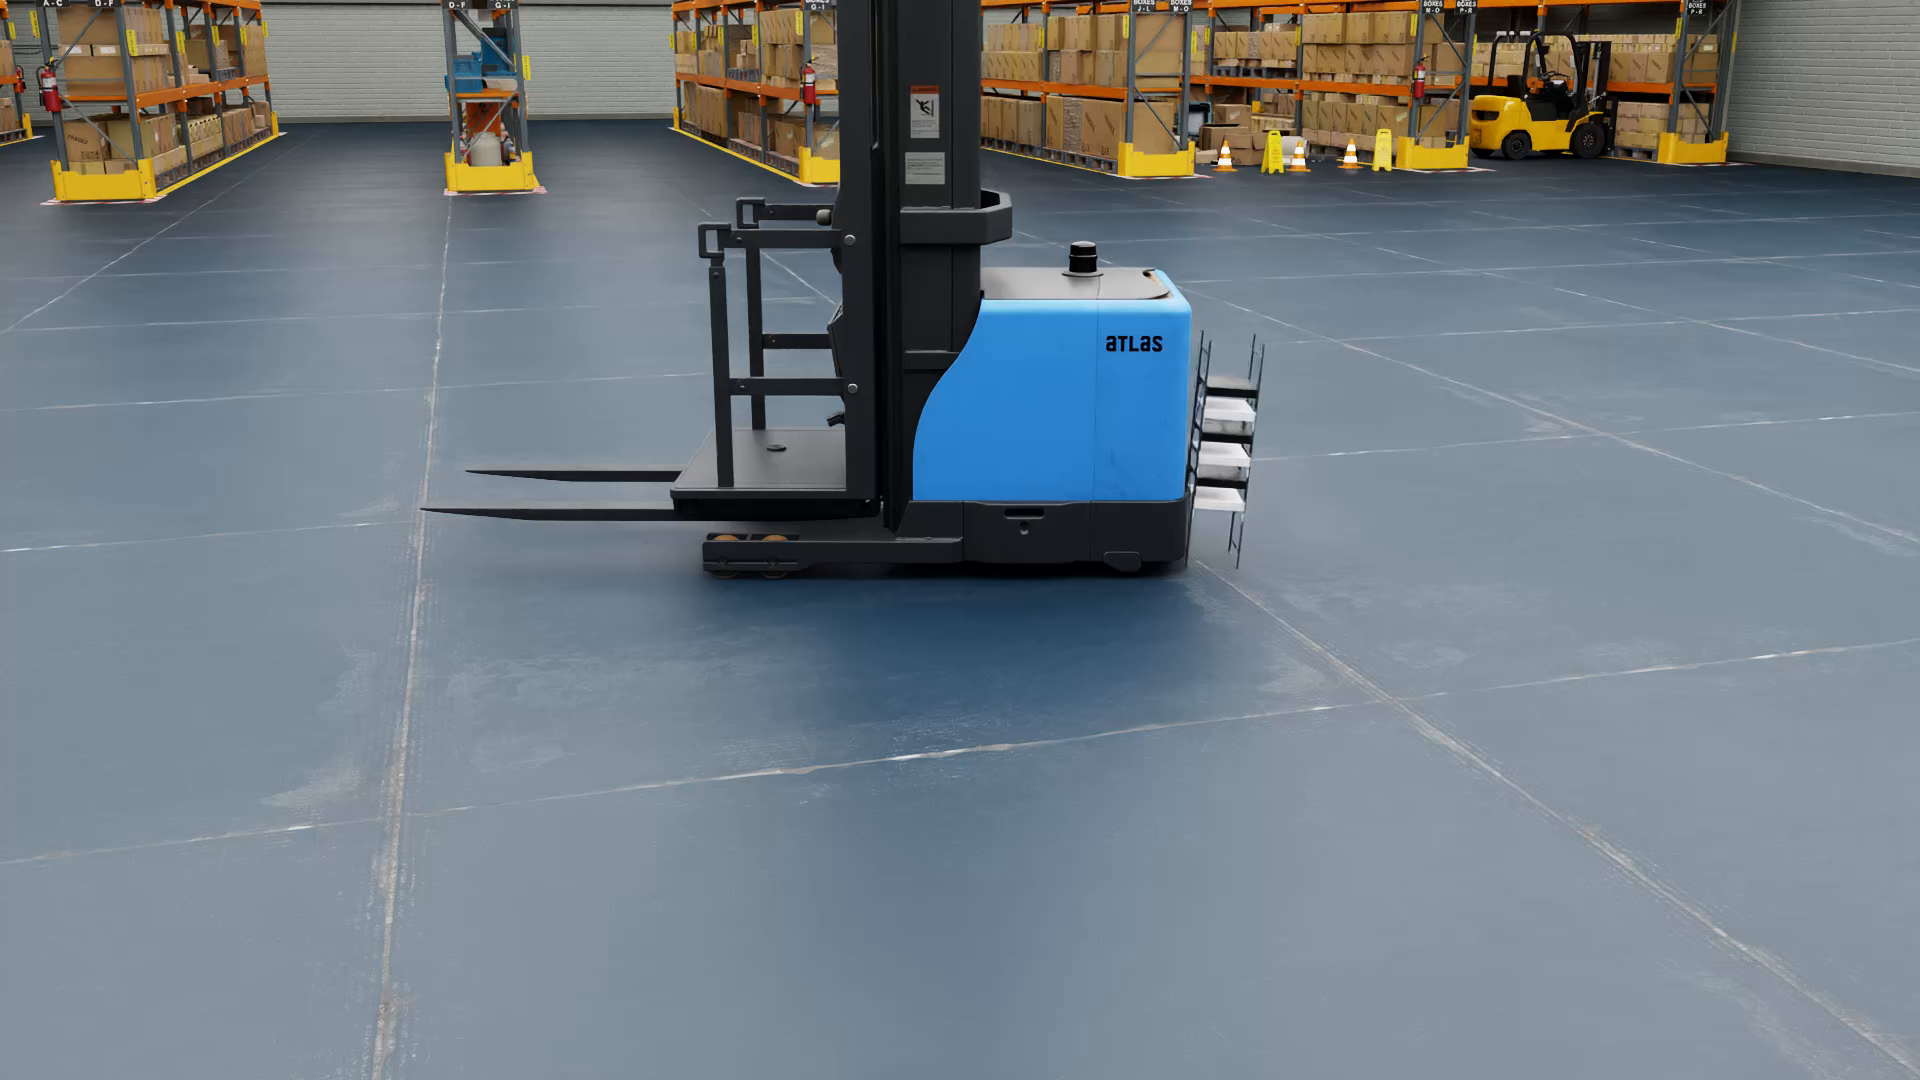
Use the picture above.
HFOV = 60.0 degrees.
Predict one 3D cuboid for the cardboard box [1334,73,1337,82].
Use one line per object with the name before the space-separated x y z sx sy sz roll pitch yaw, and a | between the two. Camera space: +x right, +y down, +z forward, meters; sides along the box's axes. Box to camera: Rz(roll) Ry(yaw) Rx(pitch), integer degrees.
cardboard box | 6.802 -8.124 29.220 0.380 0.149 0.250 -5 17 -16

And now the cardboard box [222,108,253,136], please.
cardboard box | -14.177 -8.183 32.560 0.500 0.500 0.500 -5 17 -16

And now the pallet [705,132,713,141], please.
pallet | -4.778 -8.523 34.957 1.003 0.211 1.213 -5 17 -15

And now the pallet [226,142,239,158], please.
pallet | -13.658 -7.051 30.058 1.003 0.211 1.213 -5 17 -15

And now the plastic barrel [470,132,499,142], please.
plastic barrel | -6.919 -5.679 24.238 0.421 0.512 0.421 0 17 0

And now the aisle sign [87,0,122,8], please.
aisle sign | -10.978 -7.215 21.239 0.394 0.787 0.004 -5 17 -15

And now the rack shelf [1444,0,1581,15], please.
rack shelf | 10.886 -10.675 33.312 1.077 0.370 4.000 -5 17 -15

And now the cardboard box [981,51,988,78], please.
cardboard box | 0.697 -9.226 32.277 0.500 0.500 0.500 -5 17 -15

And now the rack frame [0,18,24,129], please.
rack frame | -20.450 -9.997 35.019 1.000 3.000 0.127 -5 17 -15

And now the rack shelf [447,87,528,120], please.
rack shelf | -7.077 -6.563 24.838 1.077 0.370 4.000 -5 17 -15

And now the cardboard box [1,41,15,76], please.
cardboard box | -20.300 -10.001 34.509 0.980 0.700 0.700 -4 17 -13

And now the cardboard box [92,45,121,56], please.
cardboard box | -11.191 -6.448 21.903 0.380 0.149 0.250 -5 17 -16

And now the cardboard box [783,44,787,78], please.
cardboard box | -2.238 -7.361 25.554 0.875 0.500 0.500 -5 17 -15

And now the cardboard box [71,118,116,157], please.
cardboard box | -12.013 -5.608 23.153 0.500 0.500 0.500 -5 17 -15

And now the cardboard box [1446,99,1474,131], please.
cardboard box | 10.682 -8.846 34.585 0.875 0.625 0.625 -4 17 -13

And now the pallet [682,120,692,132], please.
pallet | -5.867 -9.621 38.616 1.003 0.211 1.213 -5 17 -15

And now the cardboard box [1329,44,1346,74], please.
cardboard box | 6.803 -8.406 29.031 0.500 0.500 0.500 -5 17 -16

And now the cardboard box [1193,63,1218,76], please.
cardboard box | 5.177 -9.790 34.591 0.500 0.250 0.500 -5 18 -17

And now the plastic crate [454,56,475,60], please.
plastic crate | -8.053 -7.601 26.933 0.402 0.464 0.583 -5 17 -15

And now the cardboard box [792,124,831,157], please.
cardboard box | -2.382 -6.419 26.724 0.500 0.500 0.500 -6 18 -20

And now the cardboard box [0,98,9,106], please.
cardboard box | -19.880 -9.034 34.301 0.380 0.149 0.250 -4 17 -14

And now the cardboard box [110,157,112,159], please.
cardboard box | -11.871 -5.111 22.801 0.500 0.250 0.500 -5 17 -15

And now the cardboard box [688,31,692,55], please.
cardboard box | -5.580 -10.740 35.933 0.500 0.500 0.500 -5 17 -15

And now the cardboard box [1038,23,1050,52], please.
cardboard box | 1.791 -8.880 29.390 0.700 0.500 0.500 -5 17 -16

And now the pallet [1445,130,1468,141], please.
pallet | 10.526 -8.570 35.115 1.003 0.211 1.213 -5 17 -15

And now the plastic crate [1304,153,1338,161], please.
plastic crate | 6.308 -6.739 29.247 0.402 0.080 0.583 -12 20 -34

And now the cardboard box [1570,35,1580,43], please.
cardboard box | 11.448 -9.205 30.563 0.380 0.149 0.250 -4 17 -14

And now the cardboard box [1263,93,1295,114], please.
cardboard box | 8.215 -11.178 42.559 0.797 0.503 0.637 -5 18 -17

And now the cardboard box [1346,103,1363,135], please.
cardboard box | 7.014 -7.258 28.648 0.500 0.500 0.500 -5 17 -17

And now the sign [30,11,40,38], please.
sign | -11.816 -6.593 21.262 0.100 0.325 0.005 -5 17 -15

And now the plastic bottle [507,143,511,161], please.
plastic bottle | -6.903 -5.963 25.568 0.097 0.271 0.097 0 17 0

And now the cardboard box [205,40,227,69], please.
cardboard box | -13.838 -8.859 30.328 0.700 0.500 0.500 -1 17 -5

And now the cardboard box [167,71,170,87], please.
cardboard box | -12.567 -7.131 25.740 0.500 0.250 0.500 -4 17 -12

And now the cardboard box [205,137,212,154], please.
cardboard box | -12.686 -6.511 27.464 0.500 0.250 0.500 -4 17 -14

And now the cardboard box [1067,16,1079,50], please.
cardboard box | 2.280 -8.398 27.558 0.875 0.550 0.550 -5 17 -15

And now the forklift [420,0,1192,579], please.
forklift | -0.627 -1.406 6.538 3.031 2.935 1.130 0 17 1

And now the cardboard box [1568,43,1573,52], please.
cardboard box | 11.438 -9.064 30.611 0.380 0.149 0.250 -4 17 -14

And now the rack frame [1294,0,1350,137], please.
rack frame | 6.665 -8.636 30.489 1.000 3.000 0.127 -5 17 -15

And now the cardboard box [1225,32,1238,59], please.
cardboard box | 5.616 -9.848 33.101 0.500 0.500 0.500 -4 17 -12

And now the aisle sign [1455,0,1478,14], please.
aisle sign | 8.079 -8.782 26.456 0.394 0.787 0.004 -5 17 -15

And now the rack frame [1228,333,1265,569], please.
rack frame | 1.127 -0.349 6.553 0.006 0.900 0.240 4 17 -1

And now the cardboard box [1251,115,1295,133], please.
cardboard box | 6.124 -8.114 32.589 0.950 0.372 0.625 -4 17 -13

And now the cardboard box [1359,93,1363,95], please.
cardboard box | 9.401 -10.222 38.254 0.380 0.149 0.250 -5 17 -16

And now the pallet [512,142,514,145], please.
pallet | -8.550 -7.015 29.938 1.003 0.211 1.213 -5 17 -15

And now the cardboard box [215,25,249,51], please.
cardboard box | -14.447 -9.963 32.993 0.500 0.500 0.500 -4 17 -14

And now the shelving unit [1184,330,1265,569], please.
shelving unit | 1.025 -0.356 6.552 0.210 0.900 0.258 4 17 -1

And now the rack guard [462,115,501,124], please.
rack guard | -10.943 -9.589 38.005 1.175 0.500 0.348 -5 17 -15

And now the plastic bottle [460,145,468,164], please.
plastic bottle | -7.496 -5.806 25.037 0.152 0.276 0.135 -5 17 -15

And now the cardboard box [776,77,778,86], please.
cardboard box | -2.727 -7.305 26.495 0.380 0.149 0.250 -5 17 -15

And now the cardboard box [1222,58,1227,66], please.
cardboard box | 5.521 -9.638 33.530 0.380 0.149 0.250 -6 18 -19

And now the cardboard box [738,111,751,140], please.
cardboard box | -3.760 -7.789 31.248 0.700 0.500 0.500 -6 18 -18

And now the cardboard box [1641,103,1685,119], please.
cardboard box | 12.109 -7.389 28.648 0.500 0.250 0.500 -4 17 -13

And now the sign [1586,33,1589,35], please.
sign | 11.969 -9.526 31.810 0.100 0.325 0.005 -5 17 -15

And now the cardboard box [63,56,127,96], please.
cardboard box | -11.407 -6.142 22.012 0.700 0.500 0.500 -5 17 -15

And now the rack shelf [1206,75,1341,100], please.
rack shelf | 6.115 -8.845 32.434 1.077 0.370 4.000 -5 17 -15

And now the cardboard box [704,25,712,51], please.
cardboard box | -4.879 -10.418 34.502 0.797 0.503 0.637 -5 17 -17

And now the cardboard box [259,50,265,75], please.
cardboard box | -15.157 -10.192 35.495 0.500 0.500 0.500 -5 17 -15
